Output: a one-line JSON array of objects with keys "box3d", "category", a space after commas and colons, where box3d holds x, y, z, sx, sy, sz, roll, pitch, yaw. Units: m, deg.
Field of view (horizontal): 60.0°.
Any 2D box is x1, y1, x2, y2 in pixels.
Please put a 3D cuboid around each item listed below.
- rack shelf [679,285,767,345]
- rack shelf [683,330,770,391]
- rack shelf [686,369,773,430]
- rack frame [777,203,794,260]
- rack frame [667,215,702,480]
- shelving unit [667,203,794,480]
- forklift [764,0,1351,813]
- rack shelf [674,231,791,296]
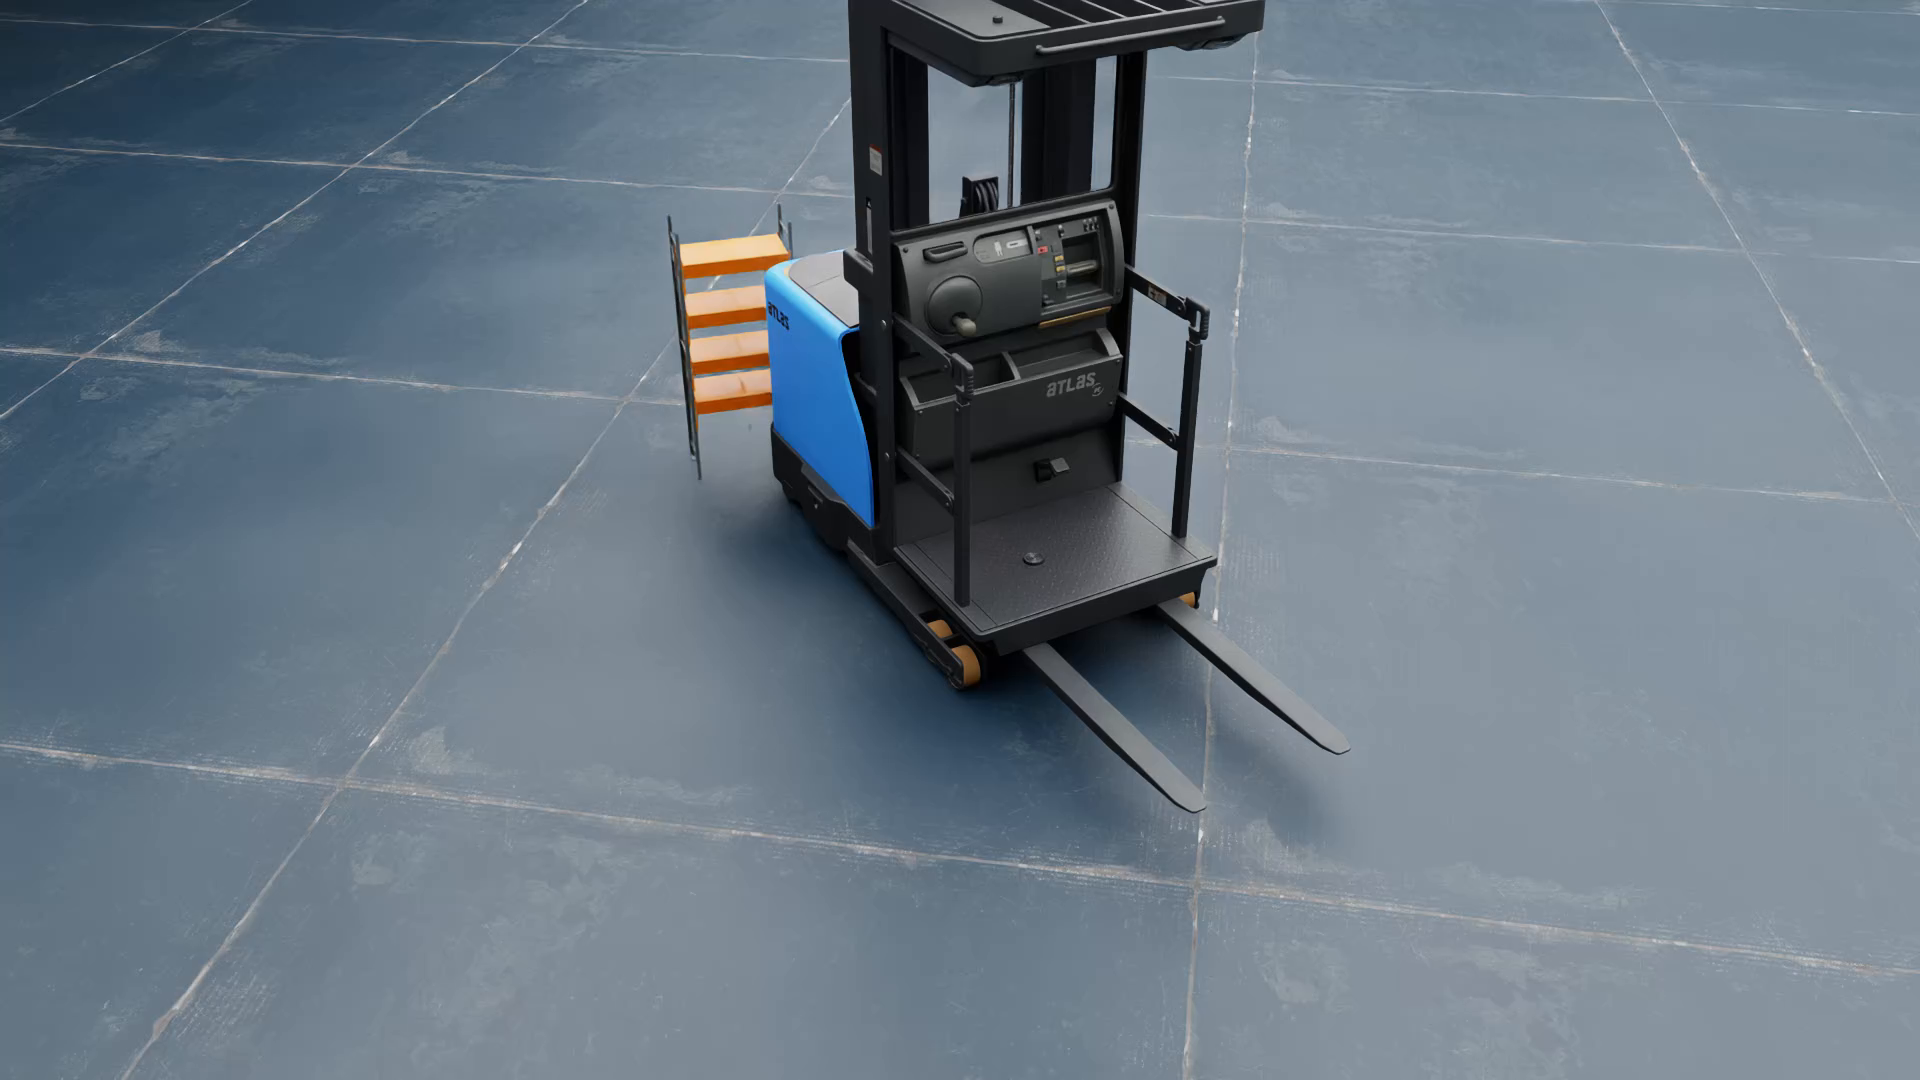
[{"box3d": [-1.004, -1.021, 7.454, 0.480, 0.148, 0.258, -9, 33, -14], "category": "rack shelf"}, {"box3d": [-1.004, -0.831, 7.572, 0.480, 0.148, 0.258, -9, 33, -14], "category": "rack shelf"}, {"box3d": [-1.003, -0.662, 7.677, 0.480, 0.148, 0.258, -9, 33, -14], "category": "rack shelf"}, {"box3d": [-0.770, -0.926, 7.598, 0.015, 1.200, 0.240, -9, 33, -14], "category": "rack frame"}, {"box3d": [-1.237, -0.850, 7.476, 0.015, 1.200, 0.240, -9, 33, -14], "category": "rack frame"}, {"box3d": [-1.004, -0.888, 7.537, 0.503, 1.200, 0.258, -9, 33, -14], "category": "shelving unit"}, {"box3d": [0.307, -0.952, 6.009, 1.130, 2.935, 3.031, -17, 36, -25], "category": "forklift"}, {"box3d": [-1.004, -1.221, 7.329, 0.480, 0.148, 0.258, -9, 33, -14], "category": "rack shelf"}]
